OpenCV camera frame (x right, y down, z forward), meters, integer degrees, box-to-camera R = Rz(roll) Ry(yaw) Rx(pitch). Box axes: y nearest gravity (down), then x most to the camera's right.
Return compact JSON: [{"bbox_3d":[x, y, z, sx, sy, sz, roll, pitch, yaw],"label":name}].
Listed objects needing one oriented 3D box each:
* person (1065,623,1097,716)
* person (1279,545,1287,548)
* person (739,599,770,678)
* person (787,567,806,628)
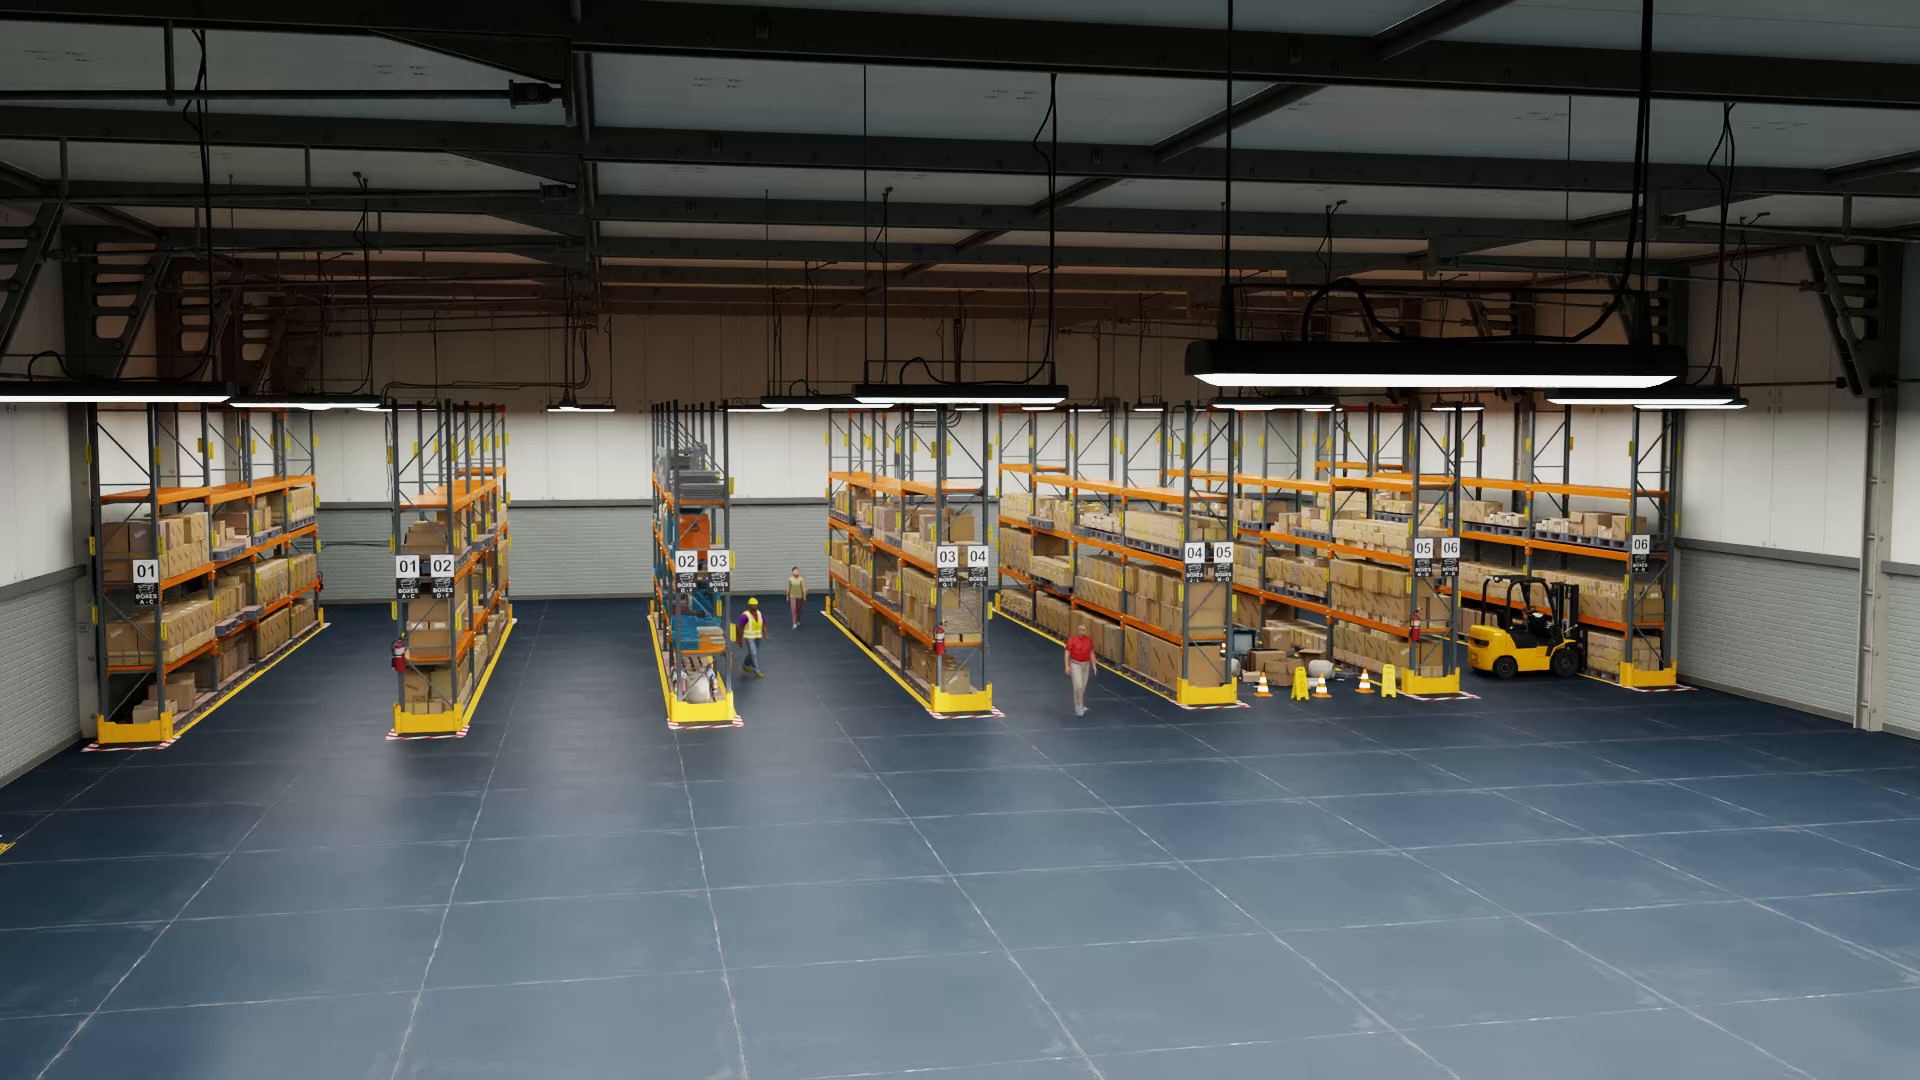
[{"bbox_3d":[2.324,2.493,31.890,0.555,1.806,0.624,-2,5,-29],"label":"person"},{"bbox_3d":[9.824,1.017,50.796,0.582,1.743,0.945,1,4,13],"label":"person"},{"bbox_3d":[-4.502,2.124,36.210,0.609,1.708,1.122,-3,6,-39],"label":"person"},{"bbox_3d":[-4.397,1.533,44.709,0.503,1.604,1.064,-1,4,-11],"label":"person"}]
